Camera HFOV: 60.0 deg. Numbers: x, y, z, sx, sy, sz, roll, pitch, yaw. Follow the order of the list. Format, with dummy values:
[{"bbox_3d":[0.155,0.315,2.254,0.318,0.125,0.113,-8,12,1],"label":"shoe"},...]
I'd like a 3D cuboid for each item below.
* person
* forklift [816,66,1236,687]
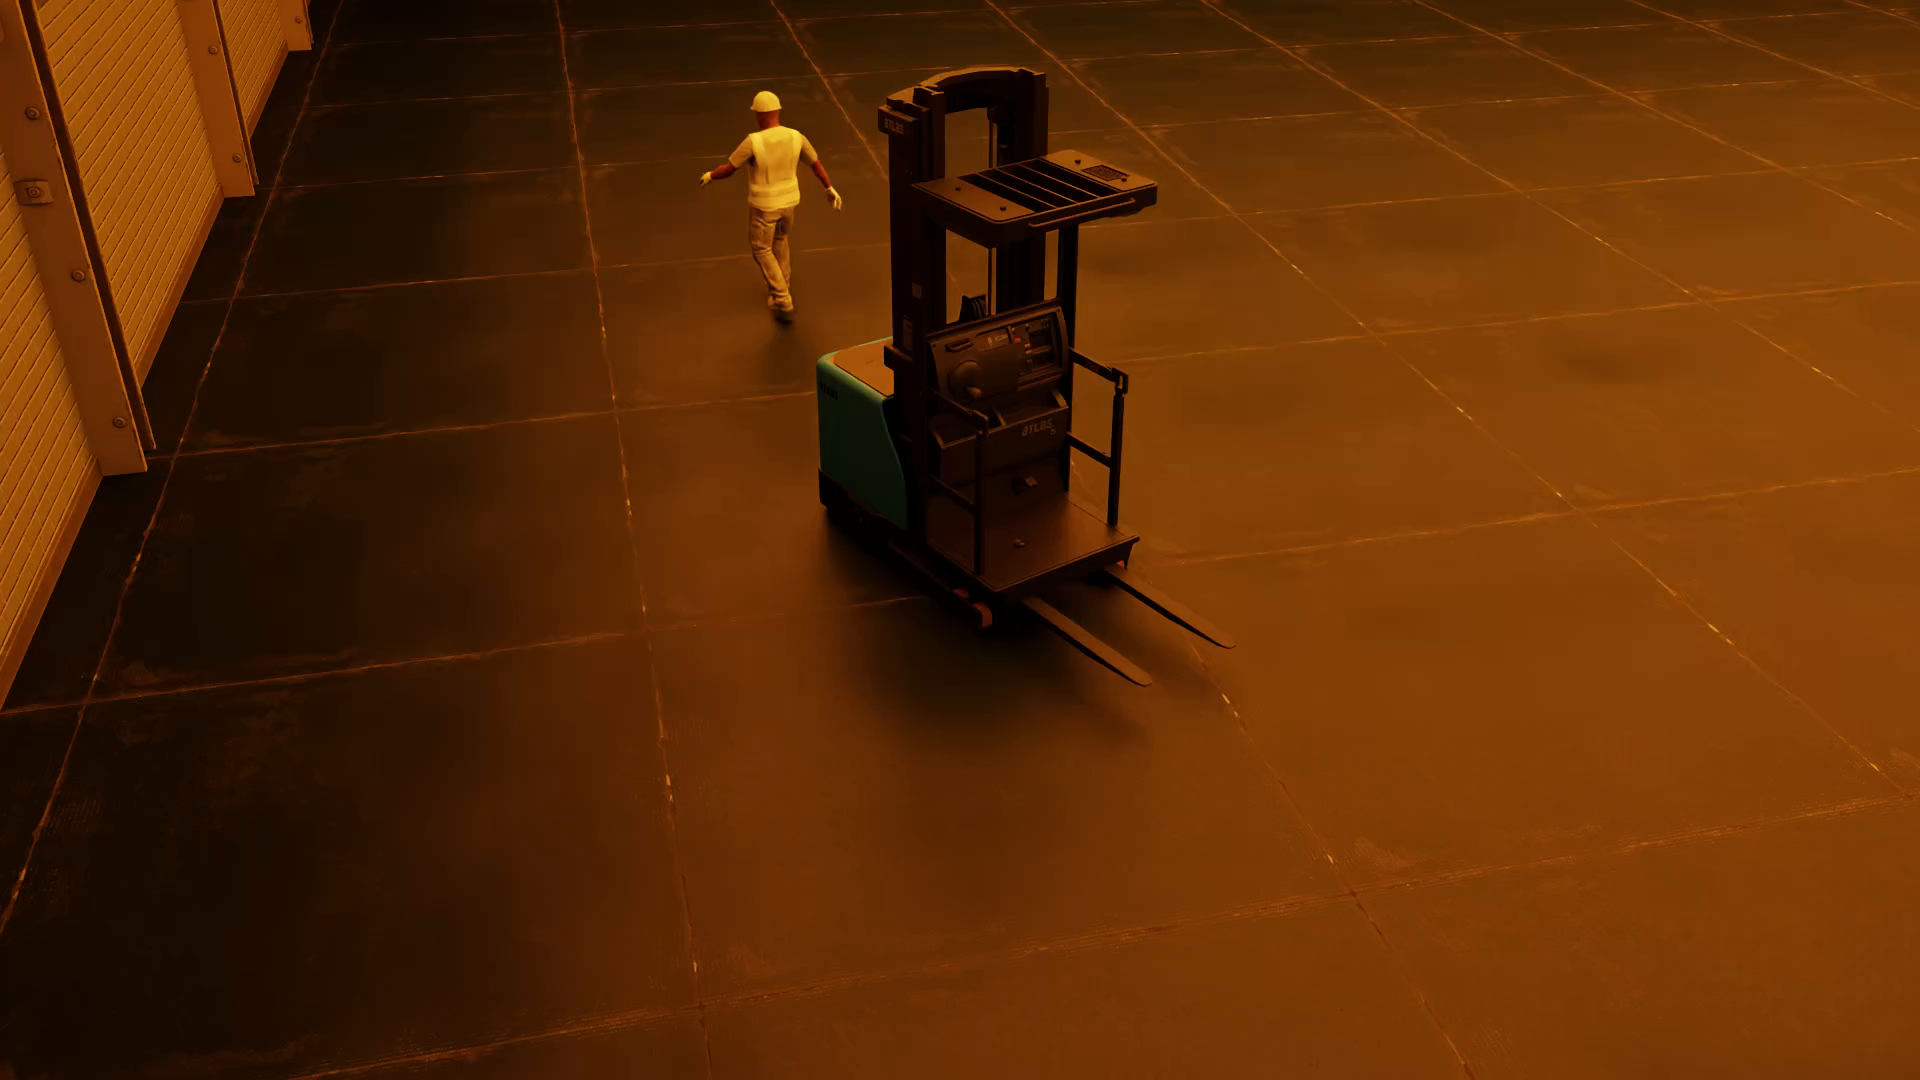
[{"bbox_3d":[-1.497,-2.743,13.404,0.991,1.748,0.759,-19,35,-29],"label":"person"},{"bbox_3d":[0.355,-1.021,9.338,1.130,2.935,3.031,-20,35,-30],"label":"forklift"}]
